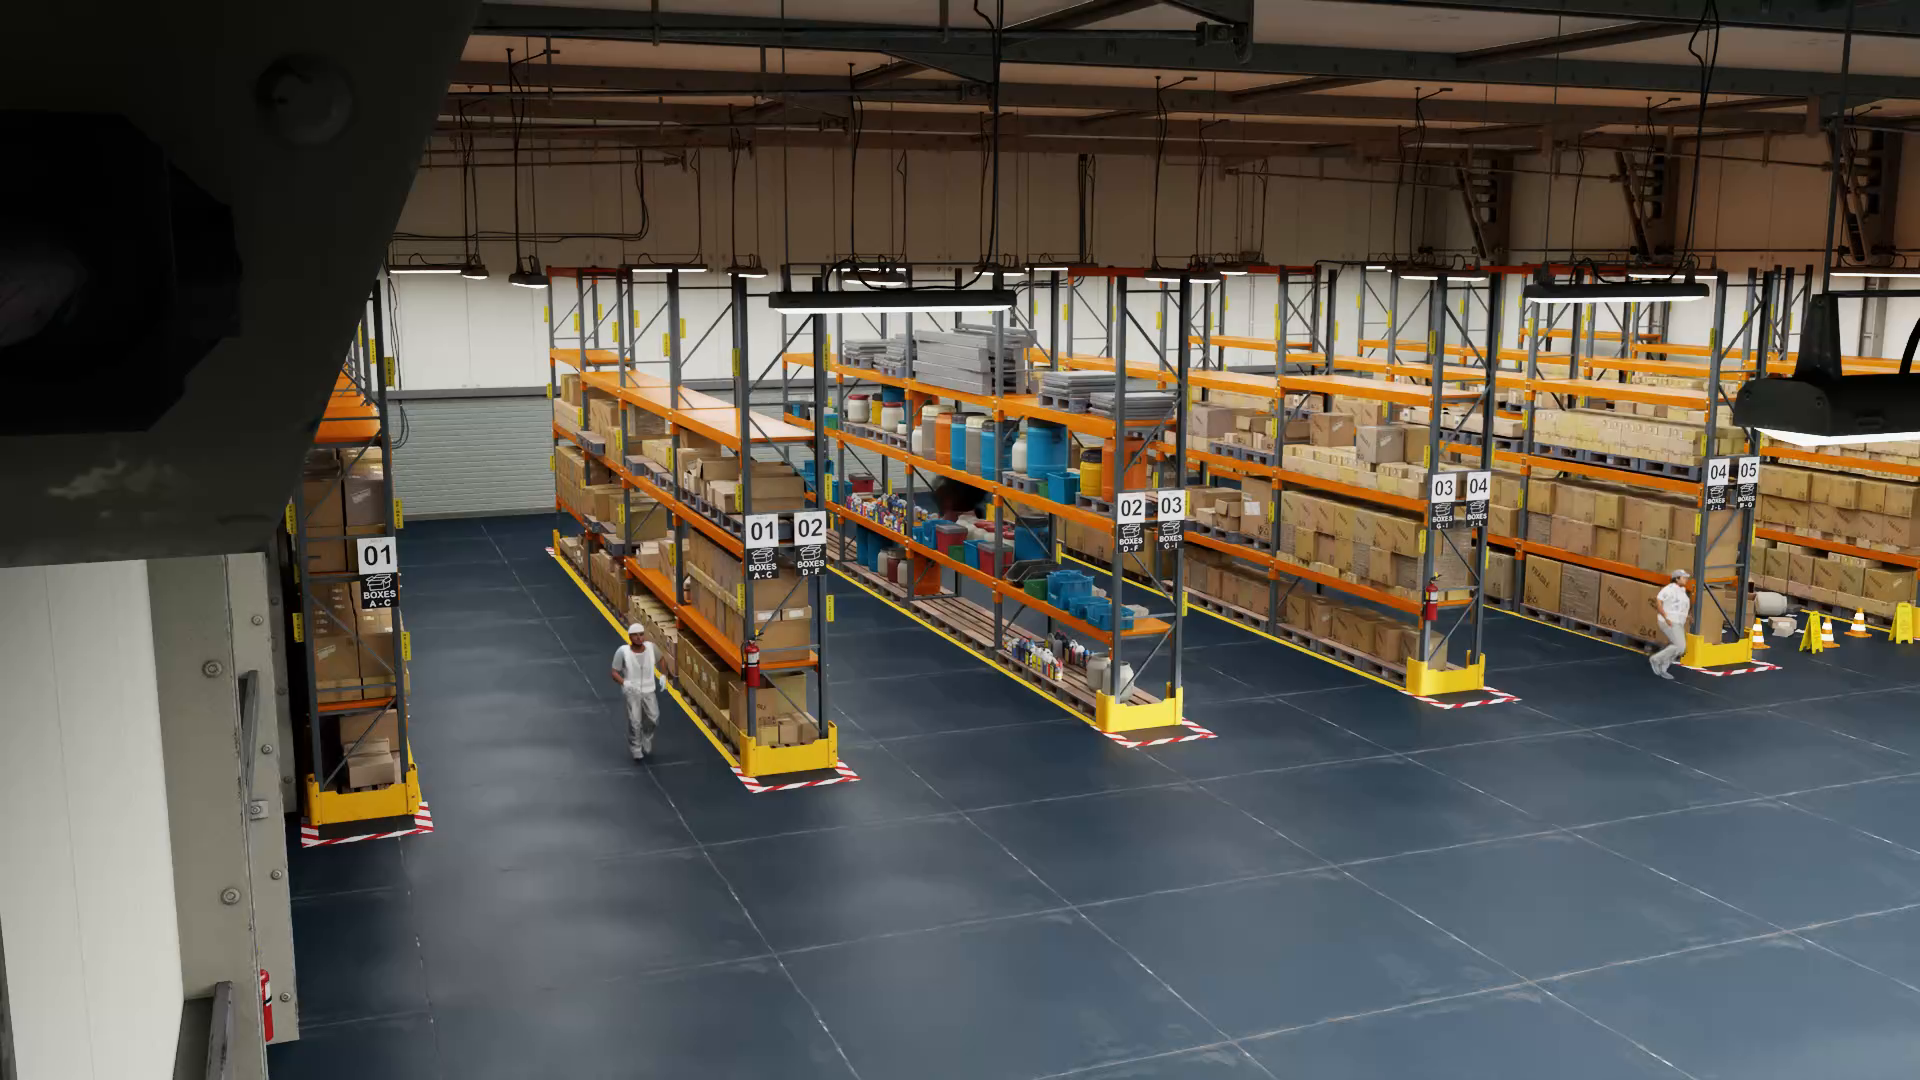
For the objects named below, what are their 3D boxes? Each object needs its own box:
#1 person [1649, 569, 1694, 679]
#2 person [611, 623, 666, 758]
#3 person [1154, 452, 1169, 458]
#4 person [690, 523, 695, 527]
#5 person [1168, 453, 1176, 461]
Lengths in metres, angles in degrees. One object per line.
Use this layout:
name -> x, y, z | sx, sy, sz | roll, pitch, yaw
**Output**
person -> 10.686, 1.251, 24.867 | 0.502, 1.623, 0.662 | 9, 13, 41
person -> -3.970, 1.893, 20.710 | 0.710, 1.737, 0.604 | -5, 11, -25
person -> 4.974, -1.742, 41.525 | 0.629, 1.762, 0.674 | -3, 10, -19
person -> -5.214, -0.298, 33.548 | 0.675, 1.685, 0.606 | -6, 12, -31
person -> 5.214, -1.599, 41.492 | 0.566, 1.483, 0.759 | 0, 10, 0
